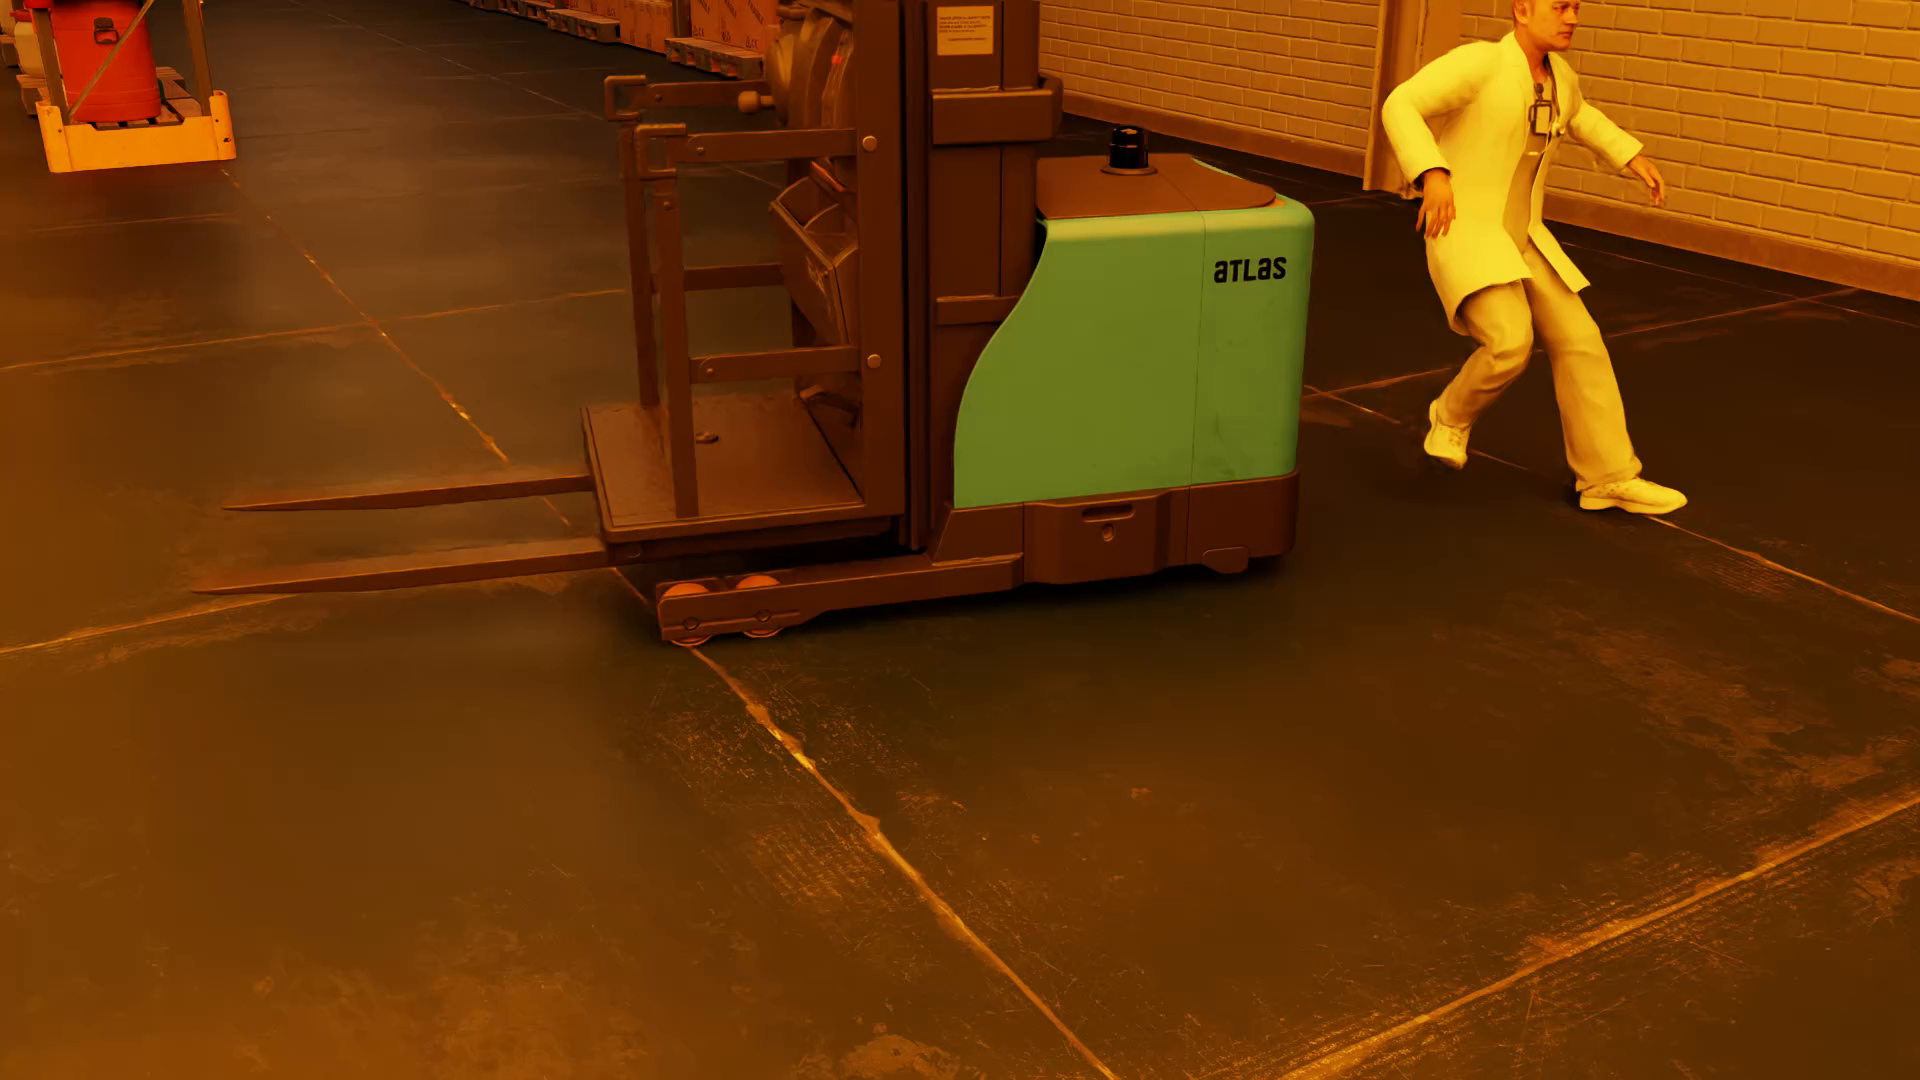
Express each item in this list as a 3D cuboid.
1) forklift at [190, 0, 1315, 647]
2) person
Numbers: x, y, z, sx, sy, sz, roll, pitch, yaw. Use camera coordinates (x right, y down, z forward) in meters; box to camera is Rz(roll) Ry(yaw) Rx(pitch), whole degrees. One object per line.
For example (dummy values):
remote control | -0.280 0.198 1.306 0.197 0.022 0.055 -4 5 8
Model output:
forklift | -0.588 -1.294 4.426 3.031 2.935 1.130 -6 23 -14
person | 1.878 -0.809 5.184 1.090 1.465 0.933 -12 25 -27
